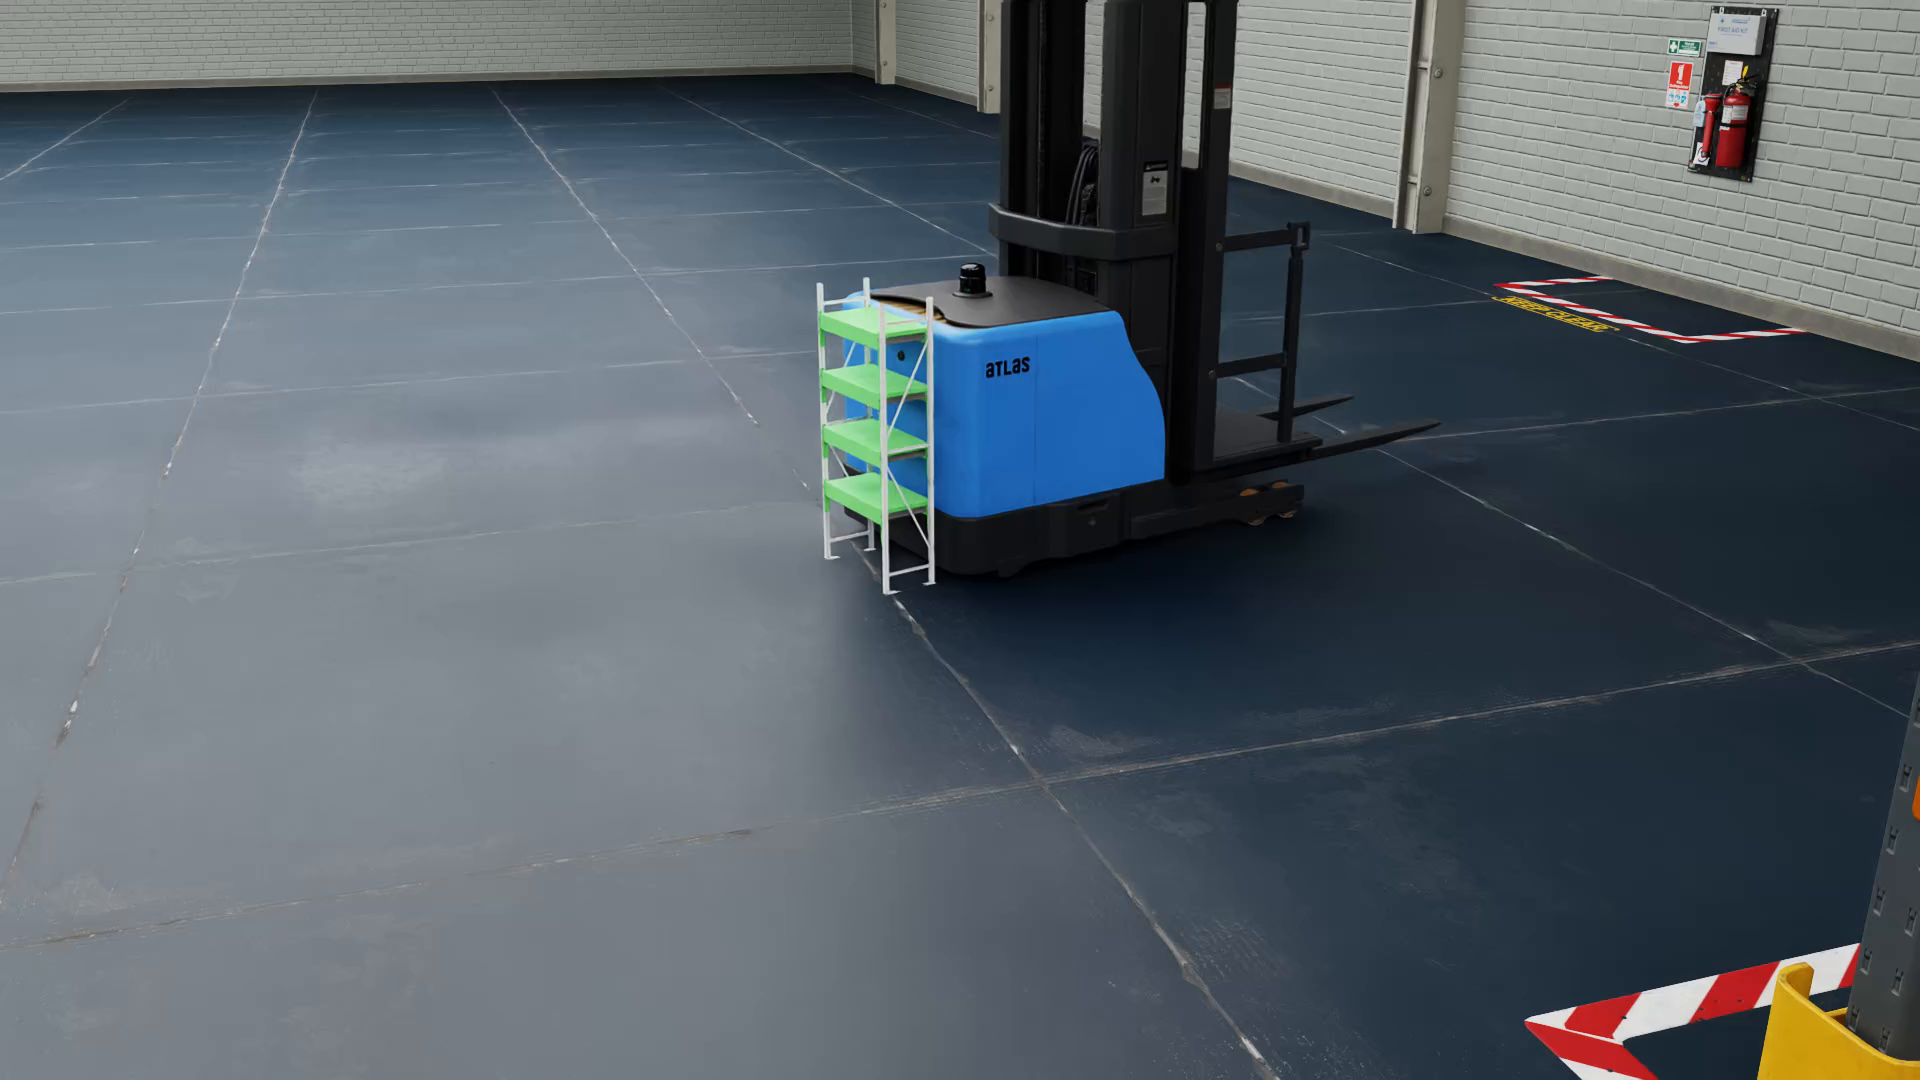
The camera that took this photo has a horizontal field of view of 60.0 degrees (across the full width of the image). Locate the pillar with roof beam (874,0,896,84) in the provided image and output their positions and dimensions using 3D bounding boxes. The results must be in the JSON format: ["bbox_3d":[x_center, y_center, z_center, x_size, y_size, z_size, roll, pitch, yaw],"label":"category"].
[{"bbox_3d":[-5.492,-12.434,28.721,9.100,9.000,0.400,-6,21,-17],"label":"pillar with roof beam"}]

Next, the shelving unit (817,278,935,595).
[{"bbox_3d":[-0.344,-0.431,6.842,0.258,1.200,0.503,-13,23,-31],"label":"shelving unit"}]

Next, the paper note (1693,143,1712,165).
[{"bbox_3d":[5.408,-2.813,12.113,0.016,0.148,0.142,-6,21,-17],"label":"paper note"}]

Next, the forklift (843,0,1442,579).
[{"bbox_3d":[0.990,-1.581,7.483,3.031,2.935,1.130,-12,23,-31],"label":"forklift"}]

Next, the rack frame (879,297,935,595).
[{"bbox_3d":[-0.209,-0.363,6.651,0.240,1.200,0.015,-13,23,-31],"label":"rack frame"}]

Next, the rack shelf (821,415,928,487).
[{"bbox_3d":[-0.344,-0.371,6.864,0.258,0.148,0.480,-13,23,-31],"label":"rack shelf"}]

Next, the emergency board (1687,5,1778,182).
[{"bbox_3d":[5.398,-3.163,11.786,0.194,1.169,0.643,-6,21,-17],"label":"emergency board"}]

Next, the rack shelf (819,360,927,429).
[{"bbox_3d":[-0.344,-0.597,6.783,0.258,0.148,0.480,-13,23,-31],"label":"rack shelf"}]

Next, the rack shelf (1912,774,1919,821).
[{"bbox_3d":[2.910,0.935,1.441,1.077,0.370,4.000,-6,21,-17],"label":"rack shelf"}]

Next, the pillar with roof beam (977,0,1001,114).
[{"bbox_3d":[-3.606,-10.508,23.361,9.100,9.000,0.400,-6,21,-17],"label":"pillar with roof beam"}]

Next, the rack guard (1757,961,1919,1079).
[{"bbox_3d":[2.274,1.123,3.551,1.175,0.500,0.348,-6,21,-17],"label":"rack guard"}]

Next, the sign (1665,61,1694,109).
[{"bbox_3d":[5.322,-3.368,12.304,0.001,0.329,0.234,-6,21,-17],"label":"sign"}]

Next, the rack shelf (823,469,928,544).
[{"bbox_3d":[-0.344,-0.145,6.945,0.258,0.148,0.480,-13,23,-31],"label":"rack shelf"}]

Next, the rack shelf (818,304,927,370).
[{"bbox_3d":[-0.344,-0.823,6.702,0.258,0.148,0.480,-13,23,-31],"label":"rack shelf"}]

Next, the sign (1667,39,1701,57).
[{"bbox_3d":[5.315,-3.615,12.208,0.001,0.109,0.331,-6,21,-17],"label":"sign"}]

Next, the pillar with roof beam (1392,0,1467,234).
[{"bbox_3d":[0.166,-6.657,12.639,9.100,9.000,0.400,-6,21,-17],"label":"pillar with roof beam"}]

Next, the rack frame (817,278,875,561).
[{"bbox_3d":[-0.479,-0.500,7.034,0.240,1.200,0.015,-13,23,-31],"label":"rack frame"}]
